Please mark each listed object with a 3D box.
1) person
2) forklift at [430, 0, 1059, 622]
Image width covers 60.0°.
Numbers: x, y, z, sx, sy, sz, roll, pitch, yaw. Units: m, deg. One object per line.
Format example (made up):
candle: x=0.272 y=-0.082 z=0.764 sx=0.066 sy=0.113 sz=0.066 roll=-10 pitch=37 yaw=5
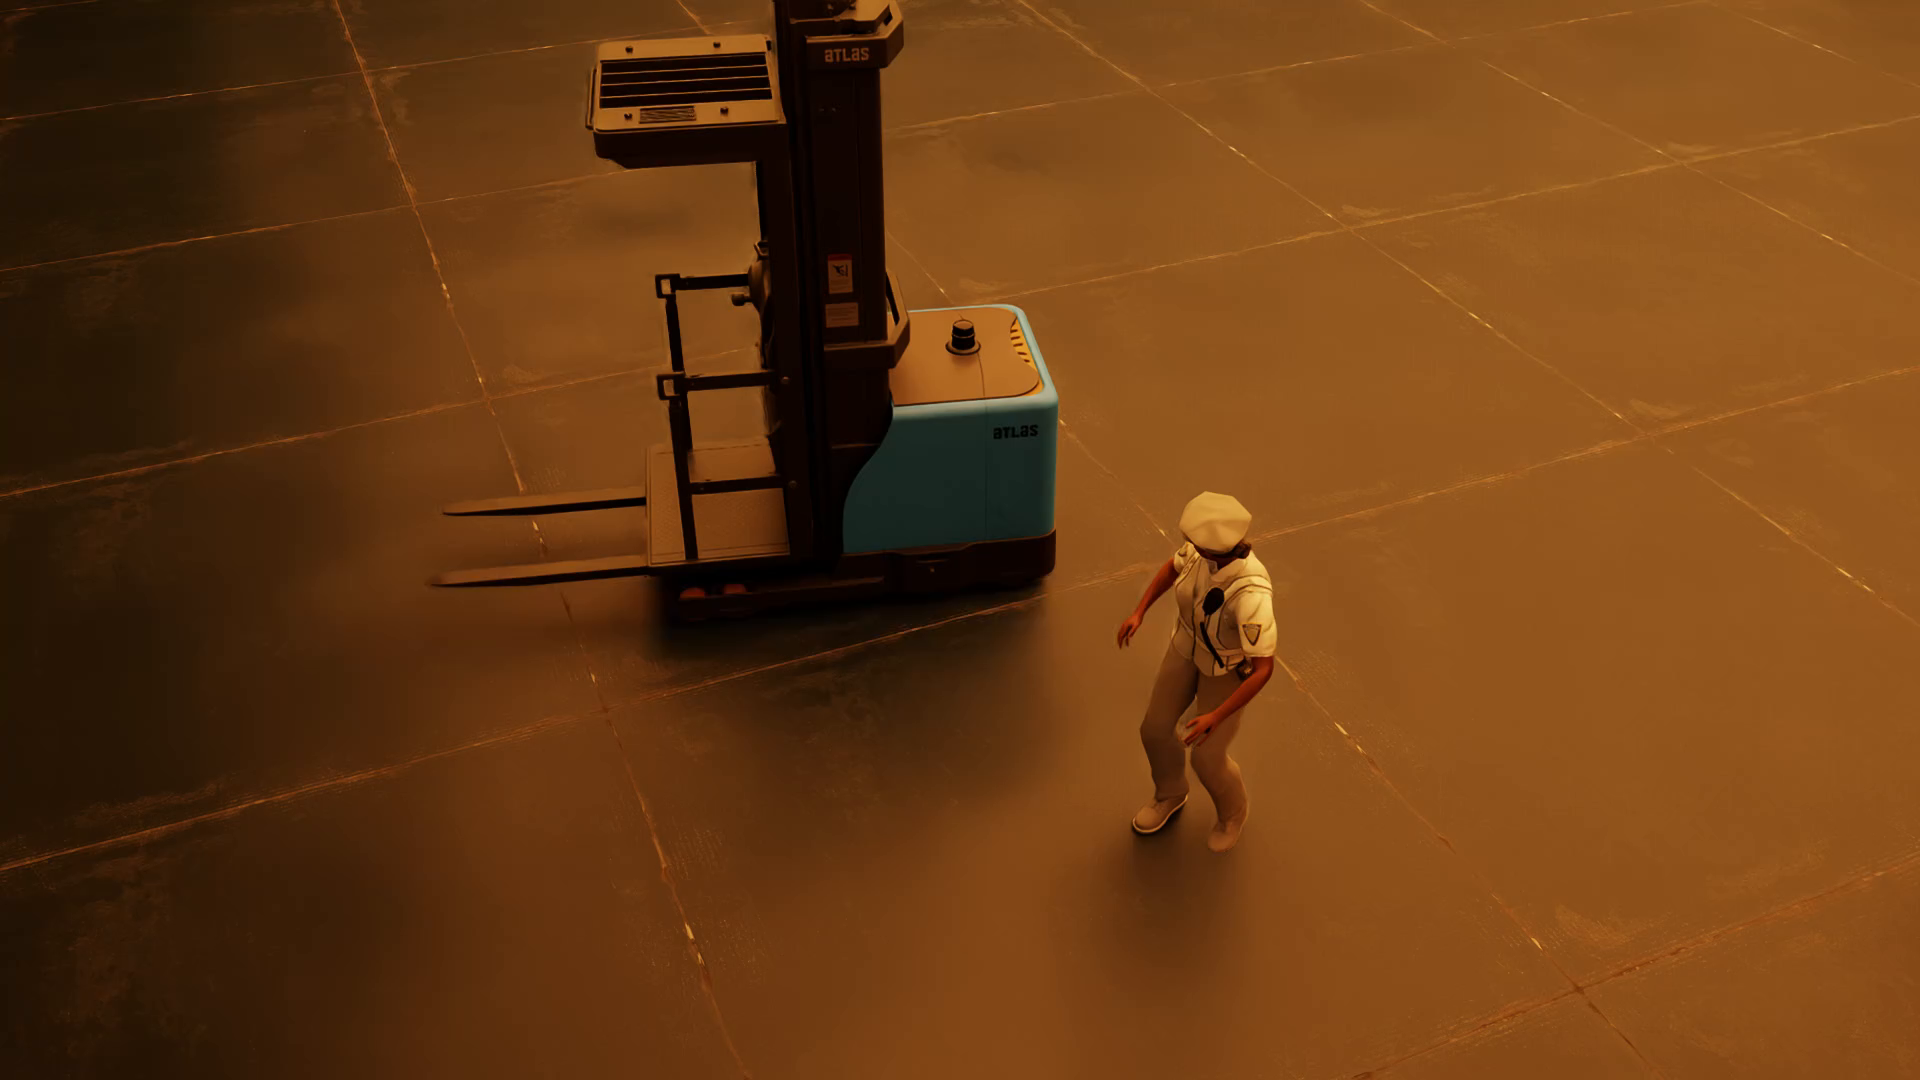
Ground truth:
person: x=0.933 y=0.543 z=6.513 sx=0.610 sy=1.634 sz=0.692 roll=-24 pitch=42 yaw=-29
forklift: x=-1.087 y=-1.127 z=7.683 sx=3.031 sy=2.935 sz=1.130 roll=-5 pitch=36 yaw=-7
